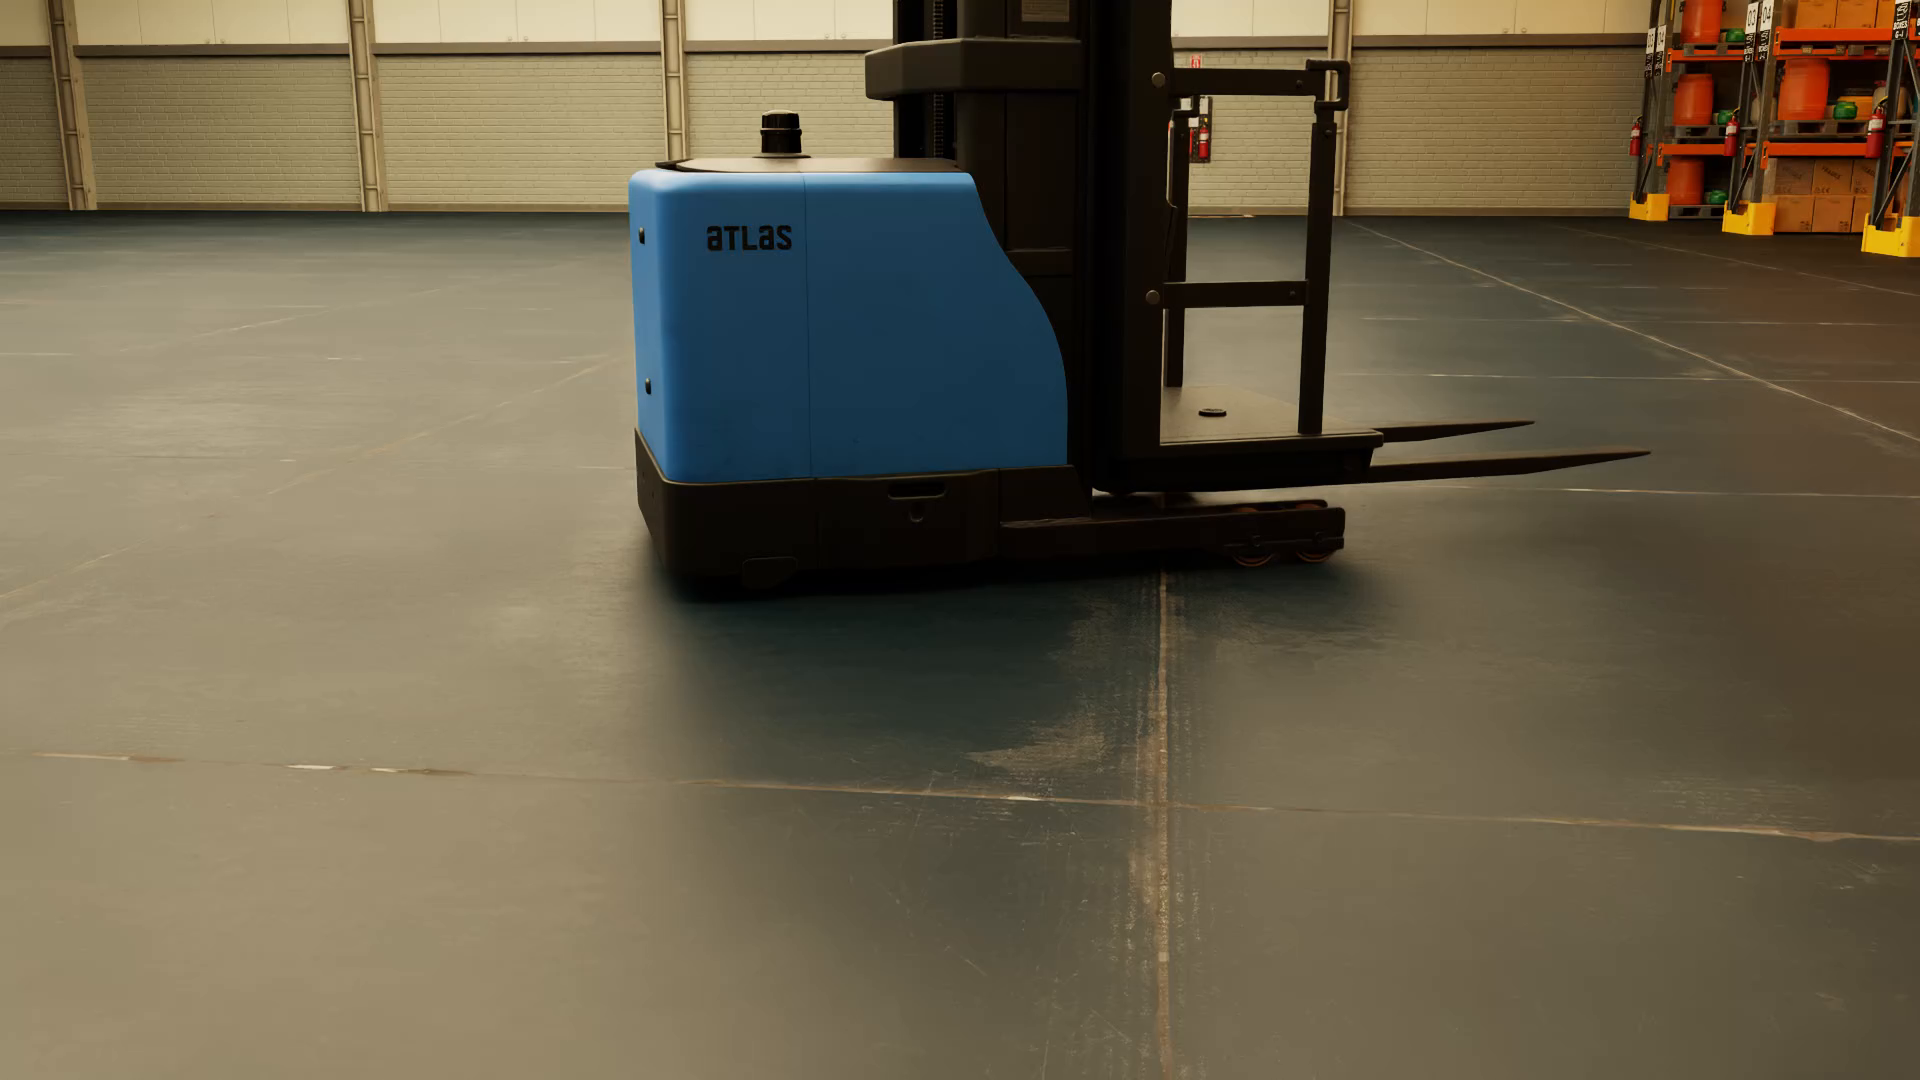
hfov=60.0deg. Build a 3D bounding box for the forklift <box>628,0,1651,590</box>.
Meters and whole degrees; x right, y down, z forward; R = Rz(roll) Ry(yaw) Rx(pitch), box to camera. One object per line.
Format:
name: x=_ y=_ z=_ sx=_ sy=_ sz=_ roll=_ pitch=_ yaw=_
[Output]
forklift: x=0.587 y=-1.464 z=4.770 sx=3.031 sy=2.935 sz=1.130 roll=-4 pitch=14 yaw=-15
